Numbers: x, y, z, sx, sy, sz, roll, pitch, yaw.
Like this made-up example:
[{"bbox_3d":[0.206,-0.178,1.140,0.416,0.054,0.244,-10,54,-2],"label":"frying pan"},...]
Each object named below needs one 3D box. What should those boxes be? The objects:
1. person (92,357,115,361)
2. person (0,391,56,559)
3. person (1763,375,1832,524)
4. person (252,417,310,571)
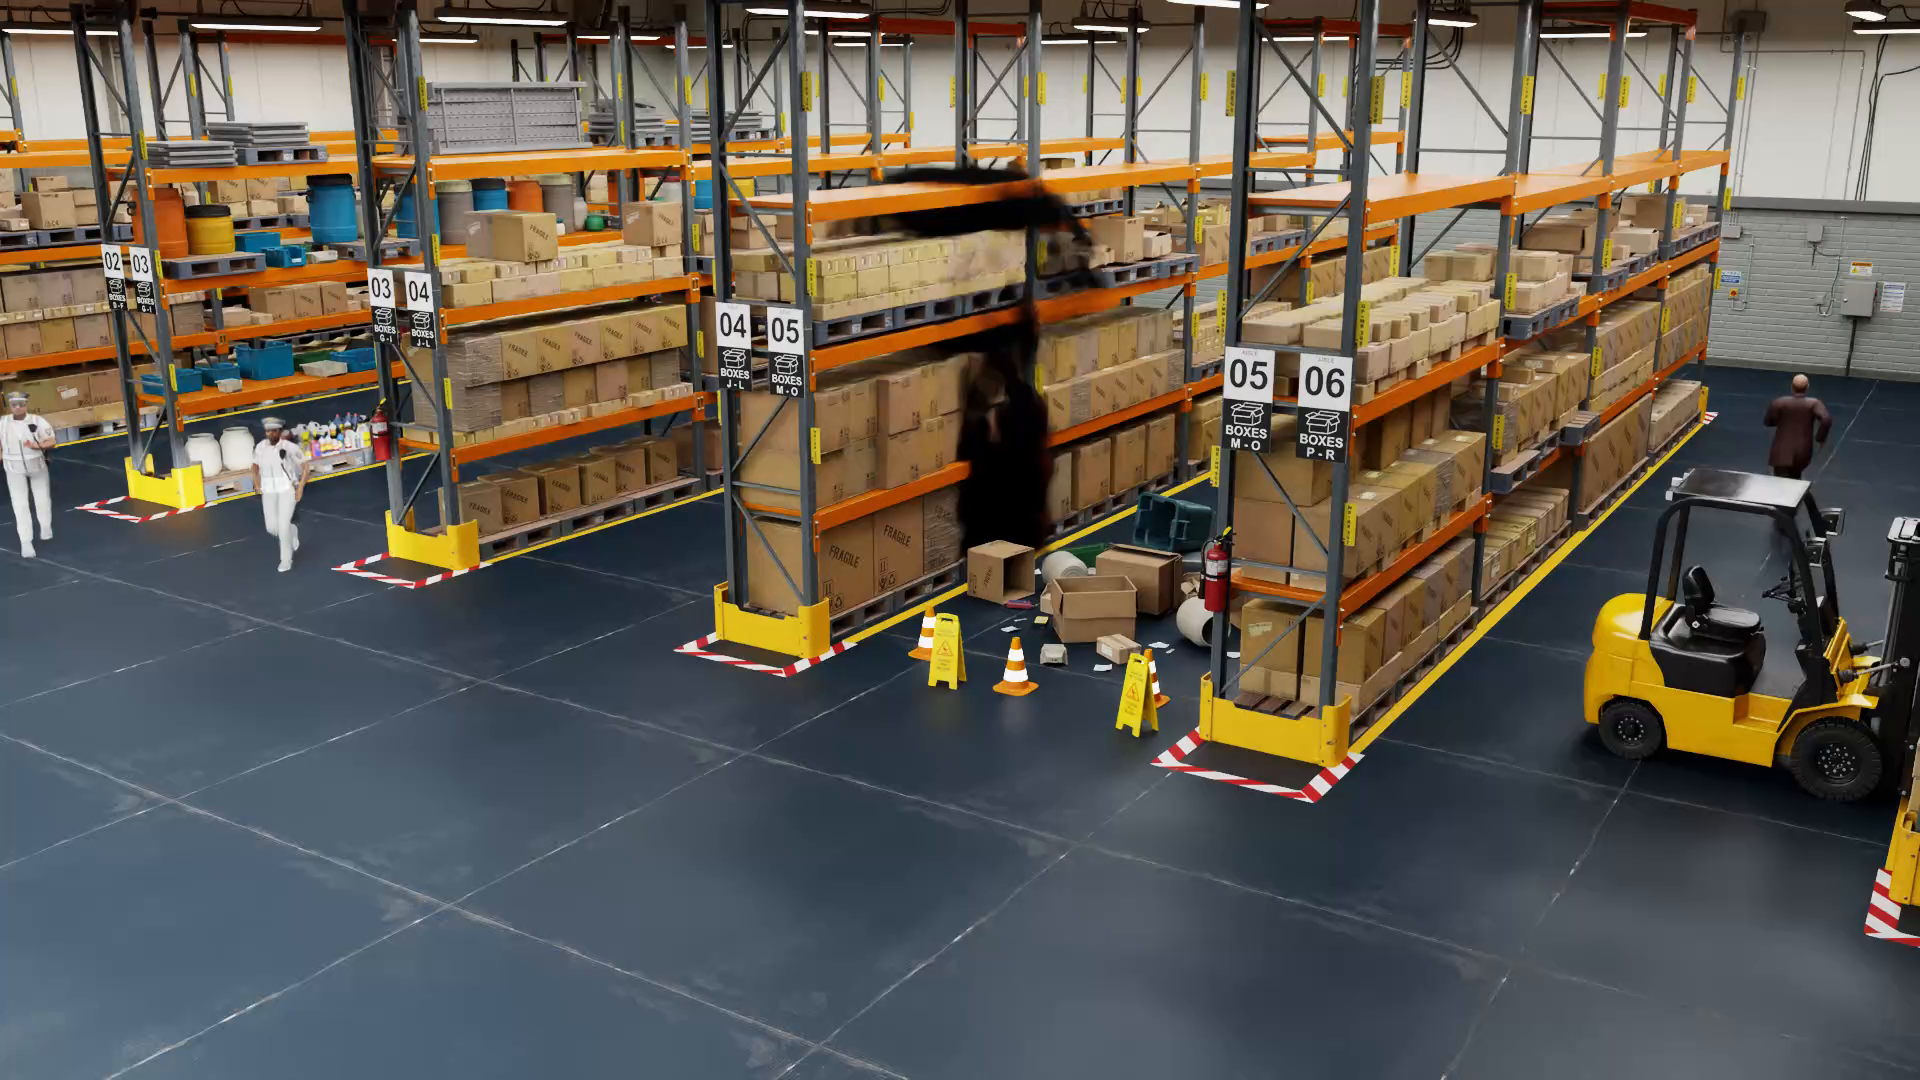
[{"bbox_3d":[-13.818,-3.047,26.869,0.691,1.805,0.906,6,17,20],"label":"person"},{"bbox_3d":[-10.470,-0.781,18.674,0.647,1.817,0.901,-8,18,-27],"label":"person"},{"bbox_3d":[9.819,-1.033,19.624,0.672,1.849,0.855,5,16,17],"label":"person"},{"bbox_3d":[-7.387,-0.535,18.102,0.613,1.677,0.599,0,16,2],"label":"person"}]
